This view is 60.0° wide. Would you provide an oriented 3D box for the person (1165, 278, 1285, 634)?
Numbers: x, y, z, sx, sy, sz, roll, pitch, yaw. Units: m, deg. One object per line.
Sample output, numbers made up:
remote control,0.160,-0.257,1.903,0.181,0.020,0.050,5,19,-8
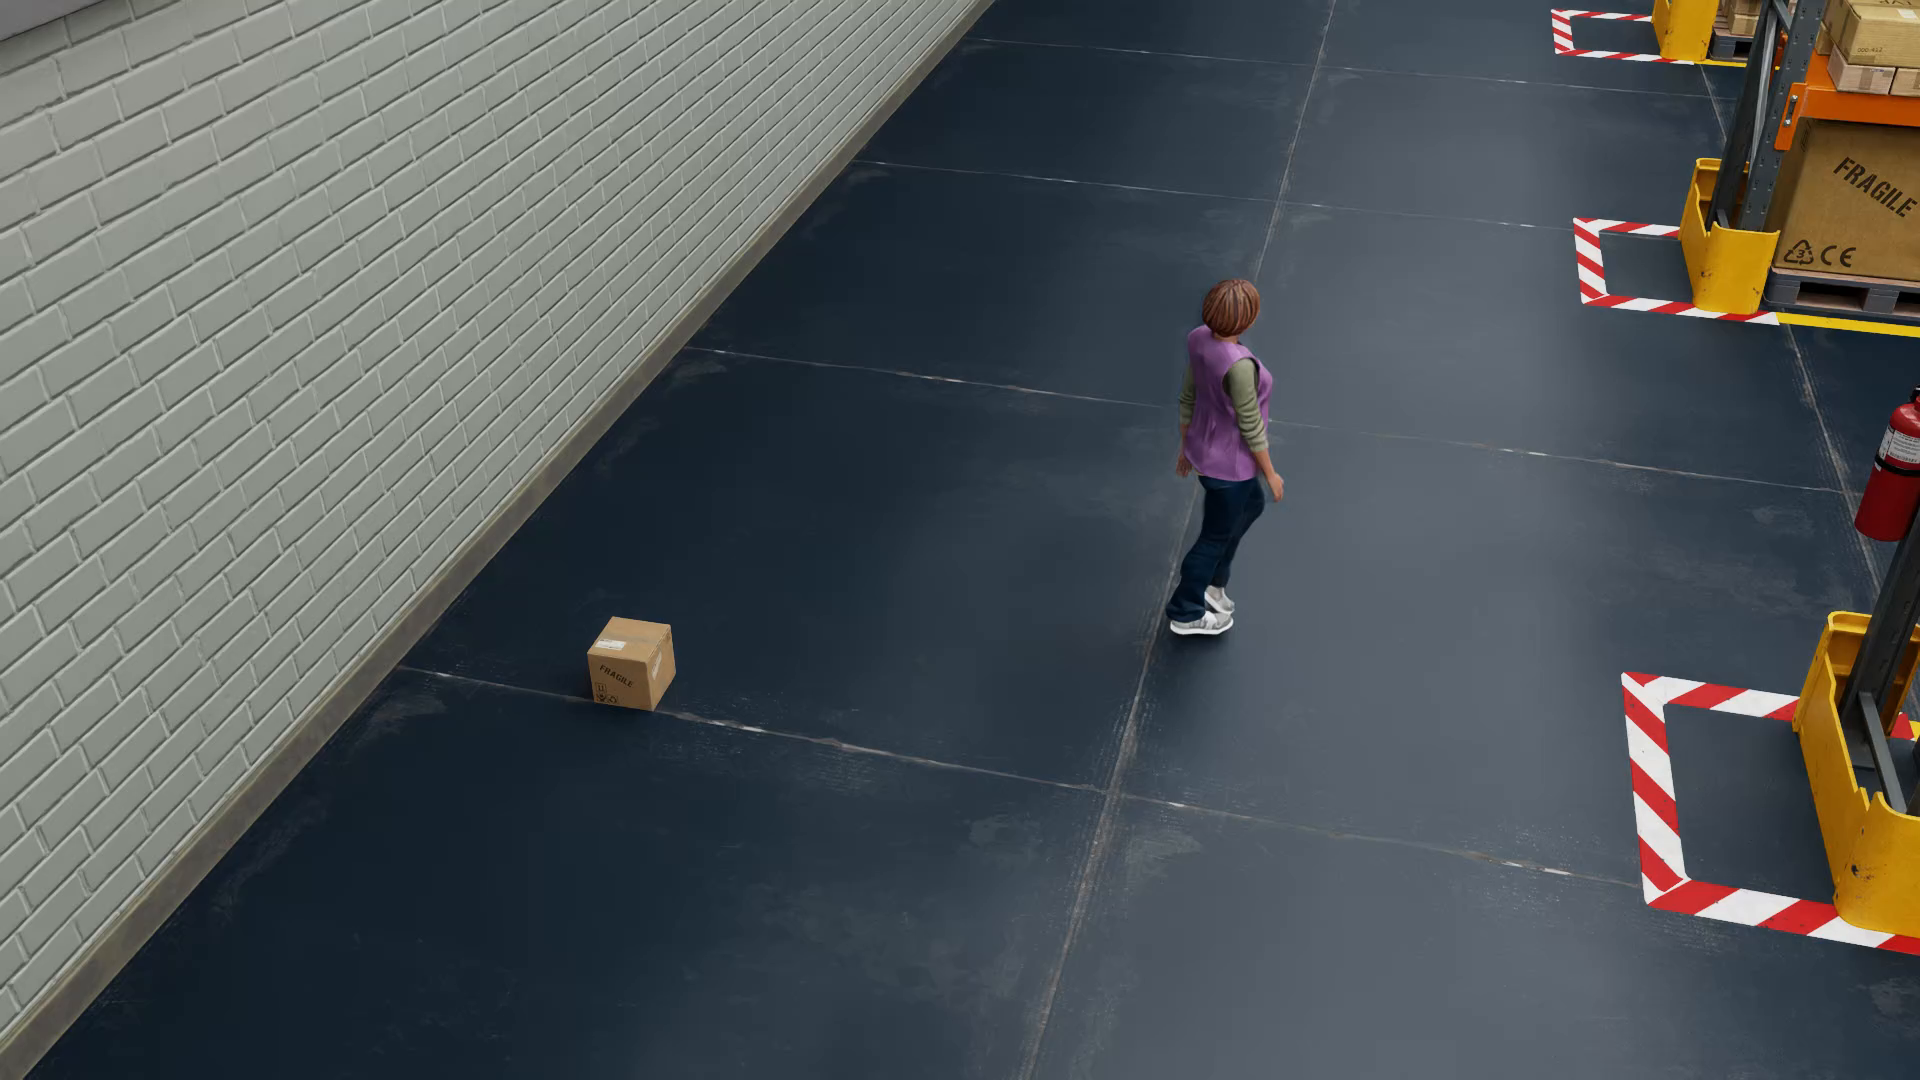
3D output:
person,1.068,-0.294,6.590,0.451,1.628,0.415,-8,34,-12
